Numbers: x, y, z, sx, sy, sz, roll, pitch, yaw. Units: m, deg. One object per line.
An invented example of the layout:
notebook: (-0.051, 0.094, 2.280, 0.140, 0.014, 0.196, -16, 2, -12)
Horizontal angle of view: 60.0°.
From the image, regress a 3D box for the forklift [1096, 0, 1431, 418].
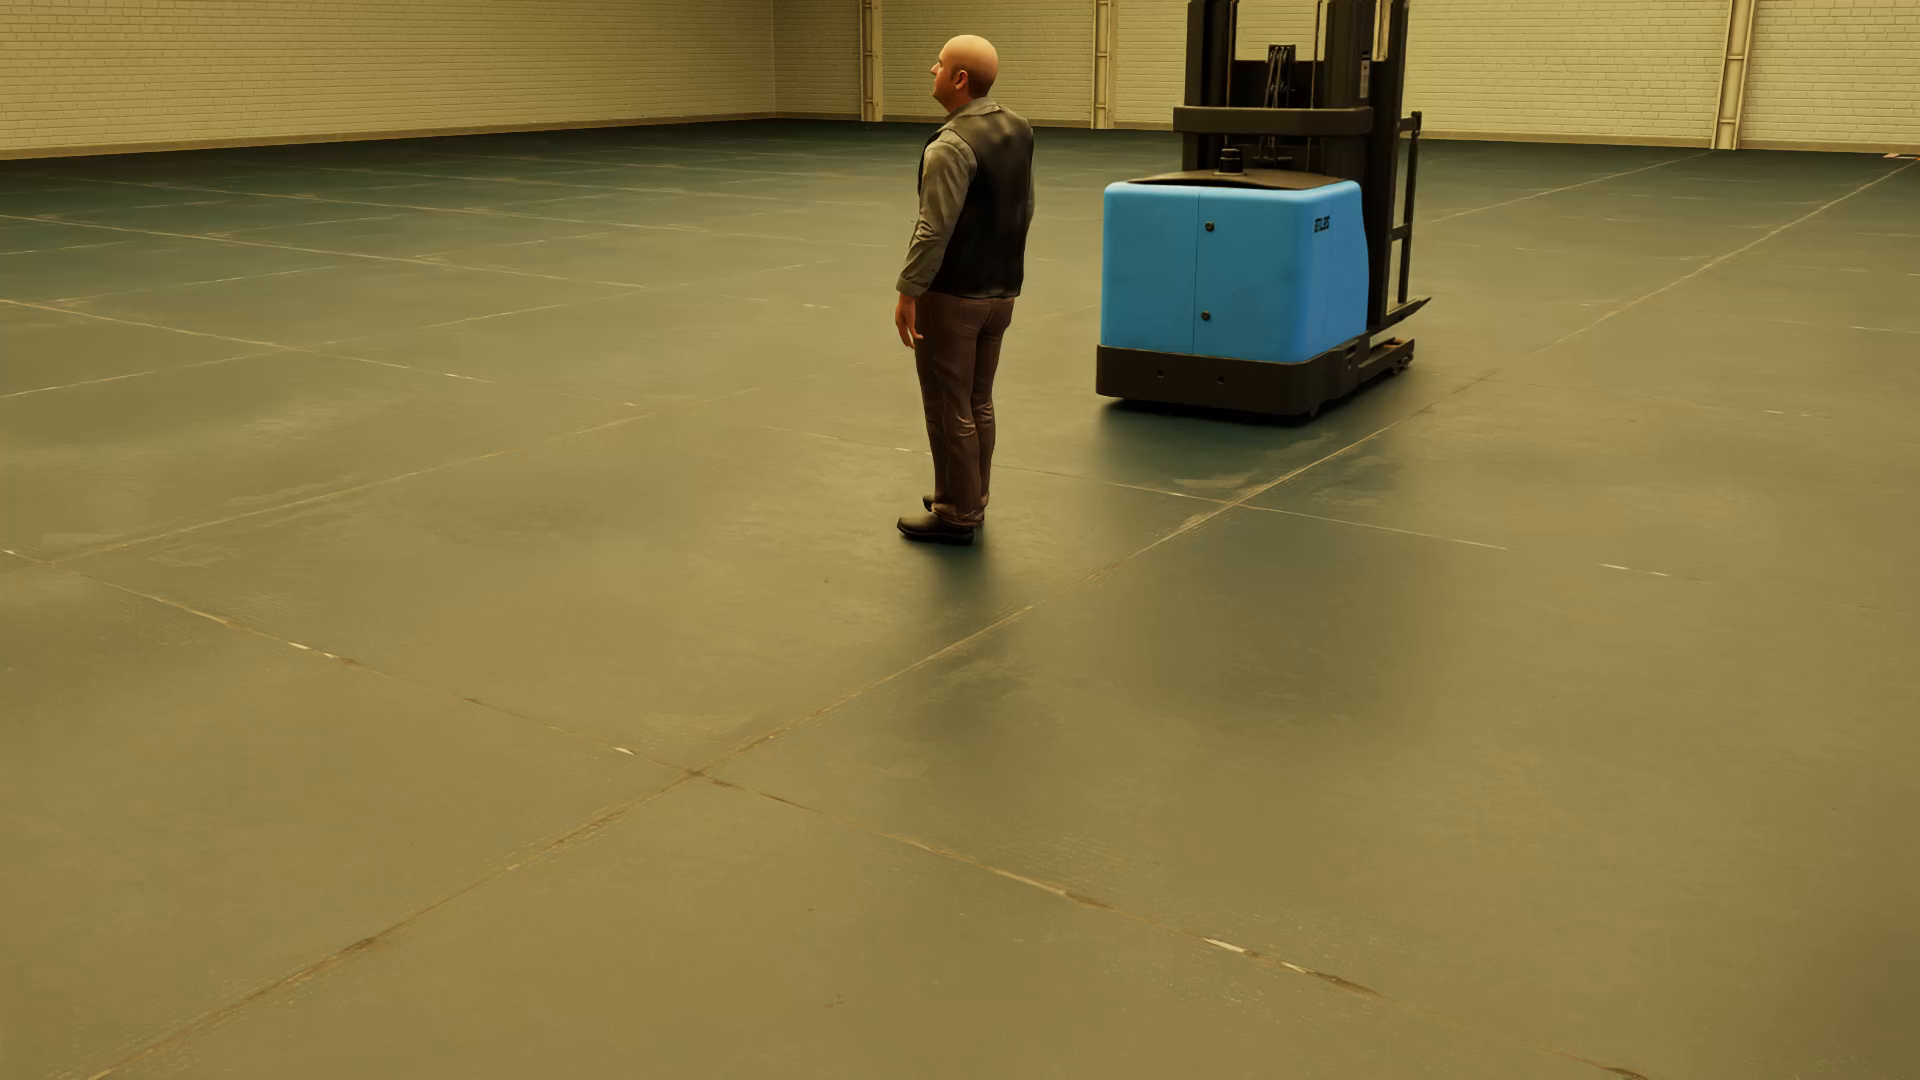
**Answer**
forklift: (1.826, -2.345, 8.673, 1.130, 2.935, 3.031, 9, 19, 28)

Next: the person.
person: (-0.046, -0.844, 5.740, 0.568, 1.720, 0.632, 11, 20, 33)
